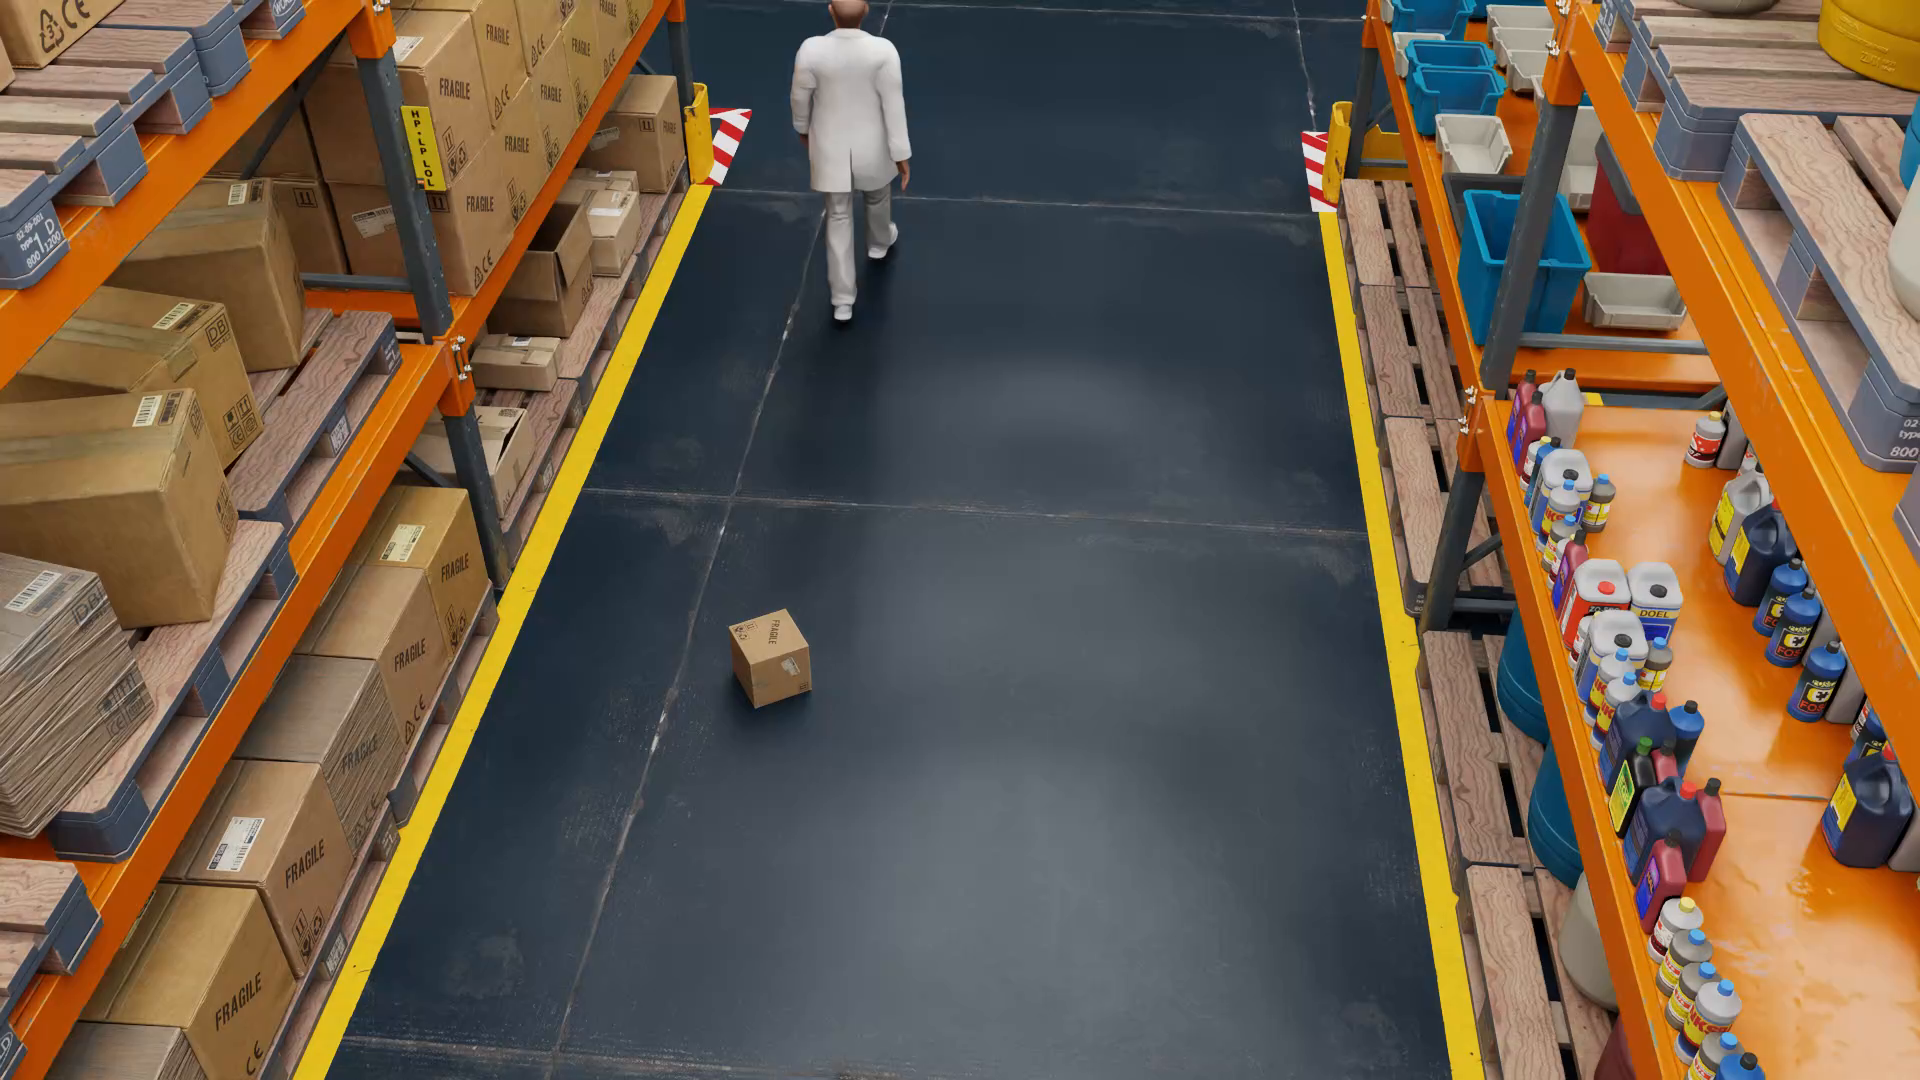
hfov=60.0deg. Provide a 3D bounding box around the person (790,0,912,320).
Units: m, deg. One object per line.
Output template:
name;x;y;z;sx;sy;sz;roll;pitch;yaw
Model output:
person;-0.568;-2.138;8.739;0.621;1.730;1.027;-1;40;-2
